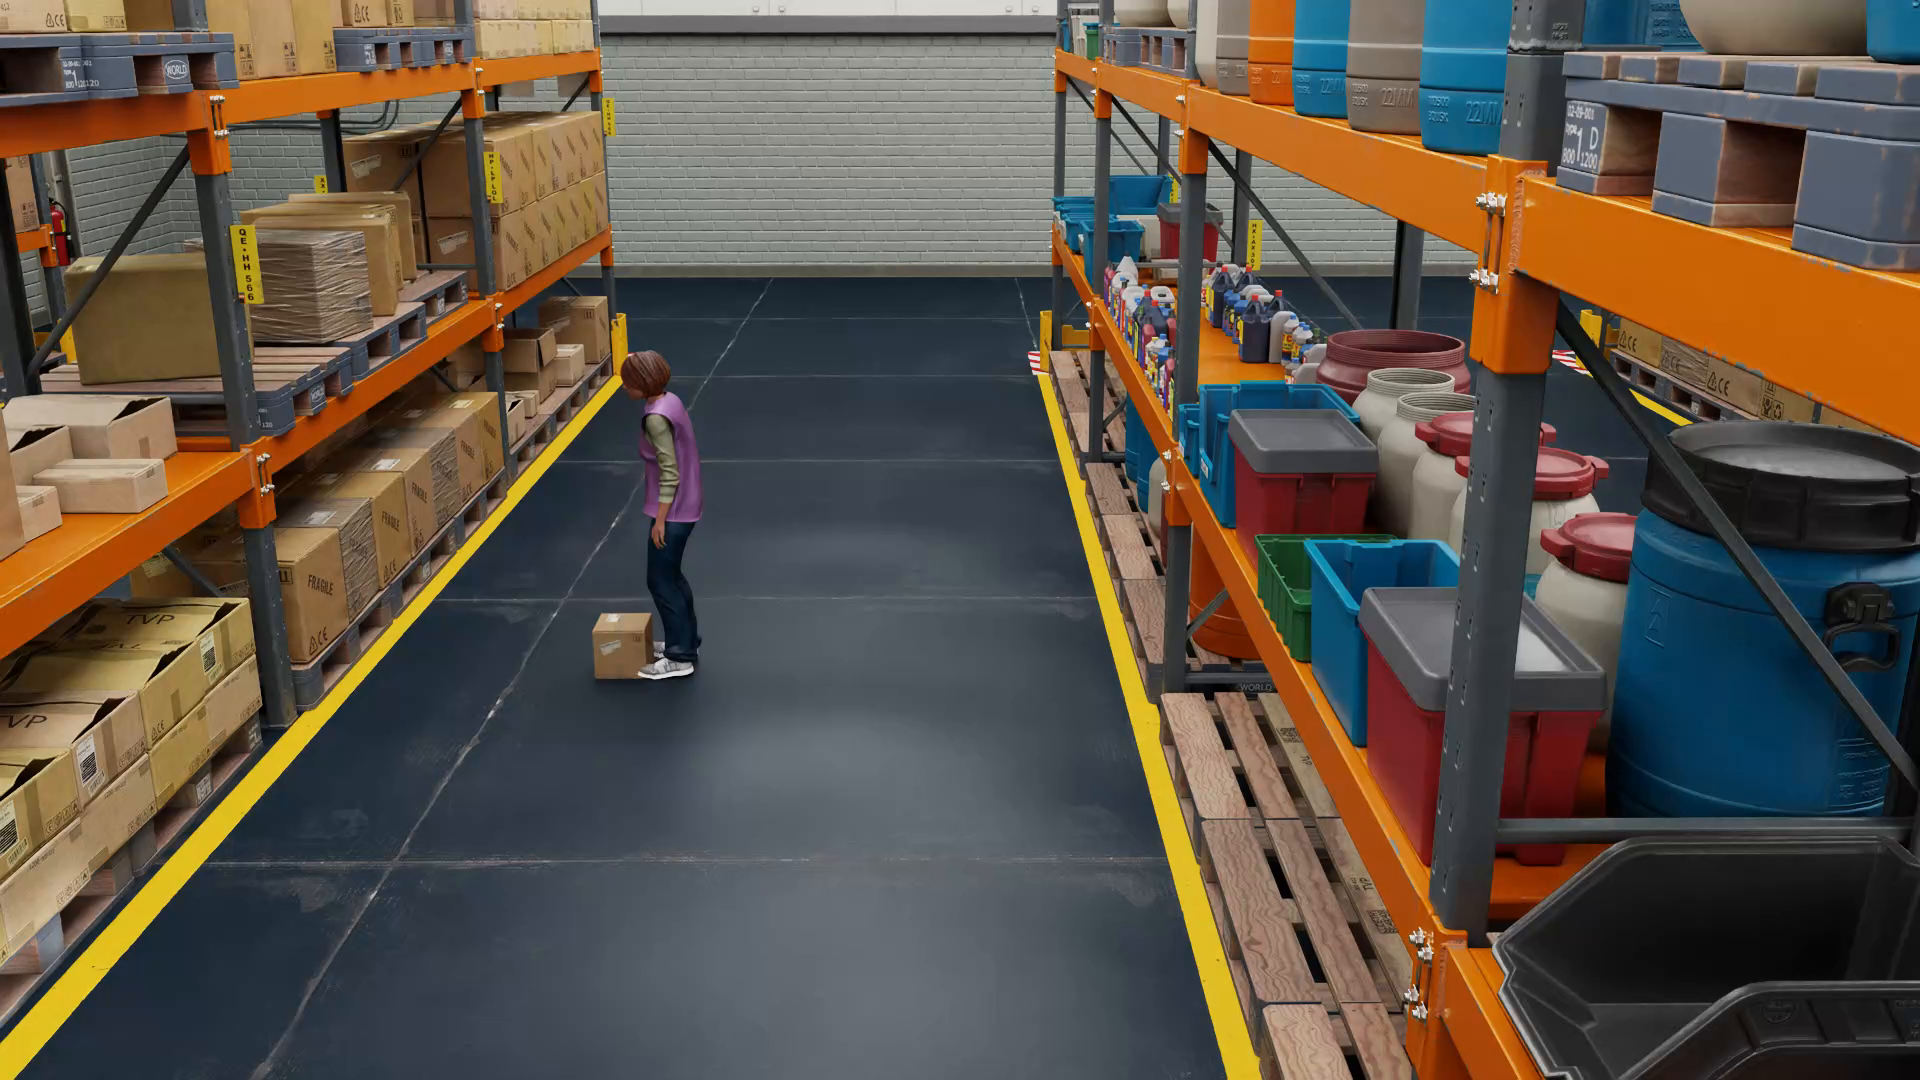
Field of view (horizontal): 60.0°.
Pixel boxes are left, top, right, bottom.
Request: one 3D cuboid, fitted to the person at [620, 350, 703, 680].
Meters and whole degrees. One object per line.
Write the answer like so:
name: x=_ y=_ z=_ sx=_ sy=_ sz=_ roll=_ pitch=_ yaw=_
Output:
person: x=-1.403 y=-0.125 z=7.968 sx=0.347 sy=1.590 sz=0.473 roll=-1 pitch=17 yaw=-4
